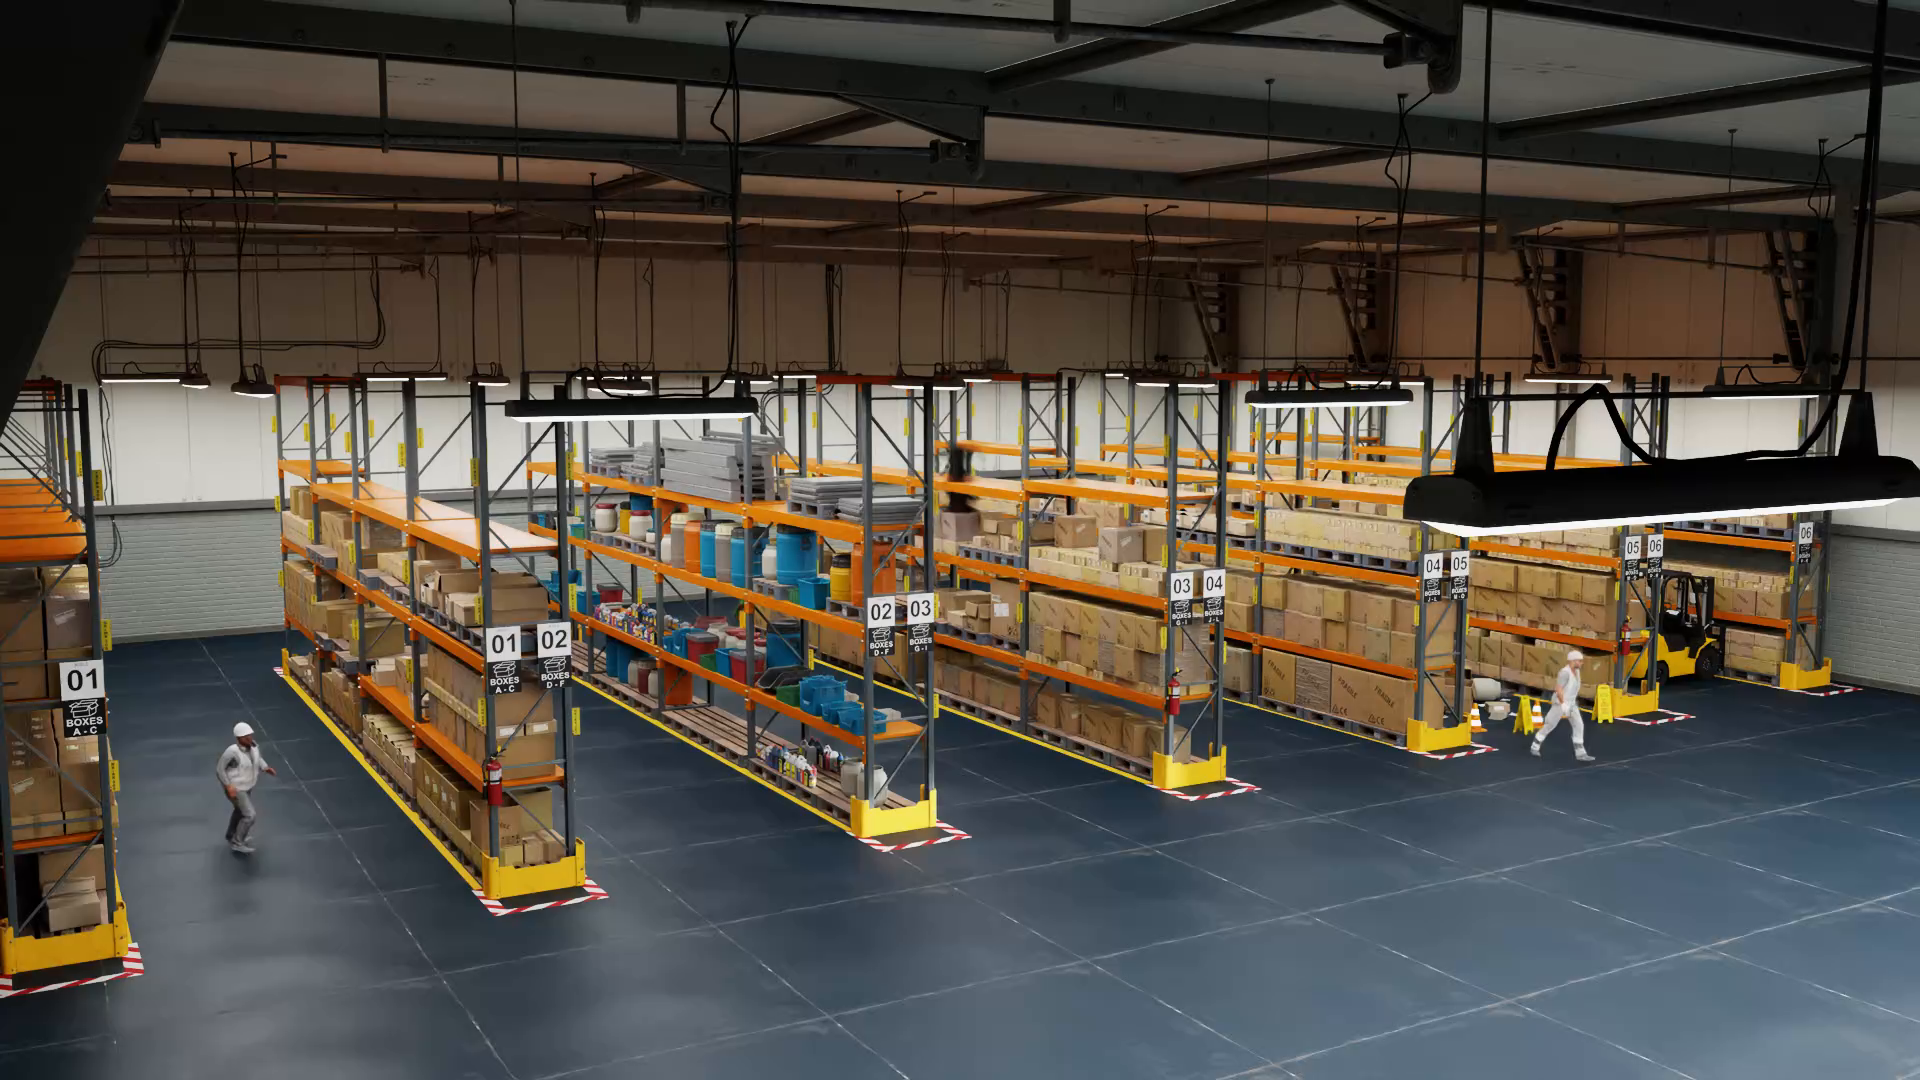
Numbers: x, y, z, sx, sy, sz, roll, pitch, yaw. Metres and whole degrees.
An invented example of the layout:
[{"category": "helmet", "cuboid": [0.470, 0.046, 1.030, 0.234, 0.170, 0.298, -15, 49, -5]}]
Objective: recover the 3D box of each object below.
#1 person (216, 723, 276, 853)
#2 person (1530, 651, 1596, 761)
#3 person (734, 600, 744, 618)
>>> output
[{"category": "person", "cuboid": [-9.212, 3.165, 21.422, 0.810, 1.715, 0.687, 1, 6, 6]}, {"category": "person", "cuboid": [9.549, 2.596, 26.253, 0.732, 1.731, 0.937, -6, 9, -43]}, {"category": "person", "cuboid": [-5.056, 1.059, 40.081, 0.822, 1.805, 0.671, 0, 6, -1]}]
